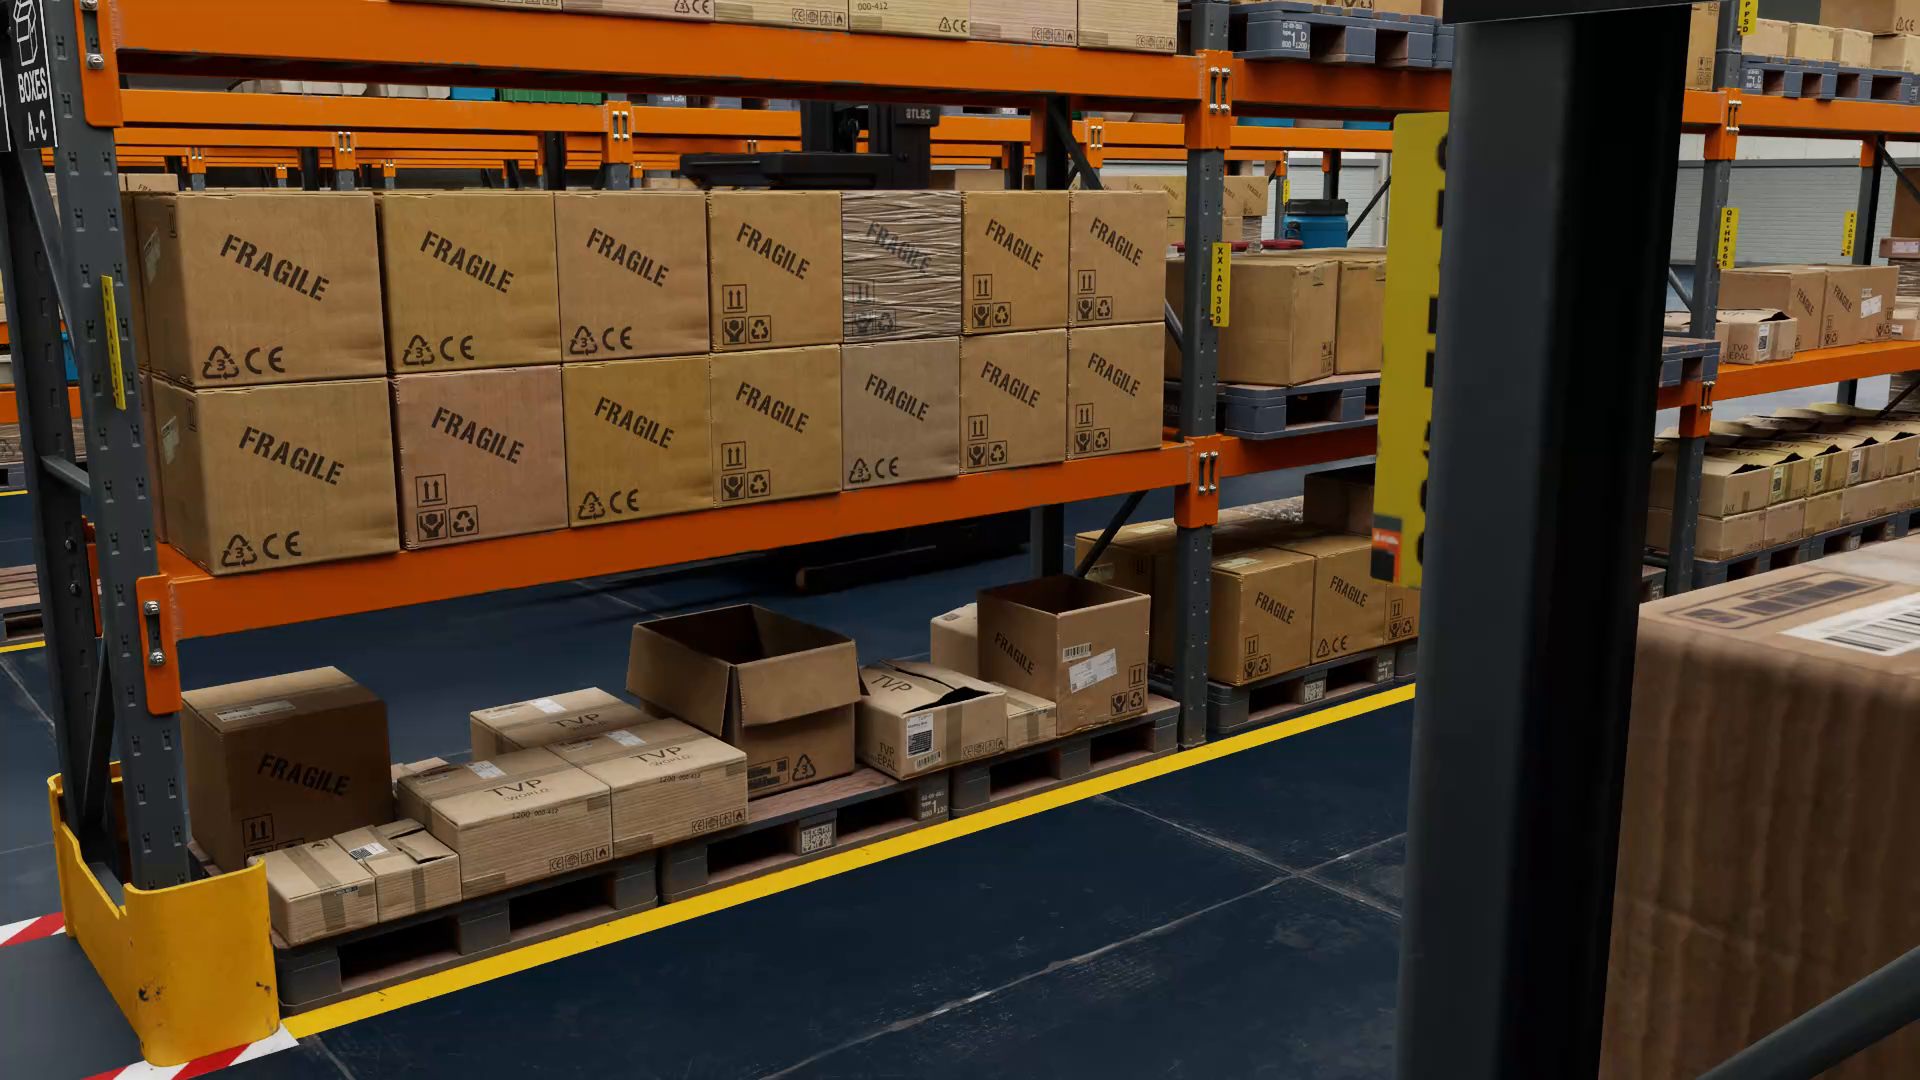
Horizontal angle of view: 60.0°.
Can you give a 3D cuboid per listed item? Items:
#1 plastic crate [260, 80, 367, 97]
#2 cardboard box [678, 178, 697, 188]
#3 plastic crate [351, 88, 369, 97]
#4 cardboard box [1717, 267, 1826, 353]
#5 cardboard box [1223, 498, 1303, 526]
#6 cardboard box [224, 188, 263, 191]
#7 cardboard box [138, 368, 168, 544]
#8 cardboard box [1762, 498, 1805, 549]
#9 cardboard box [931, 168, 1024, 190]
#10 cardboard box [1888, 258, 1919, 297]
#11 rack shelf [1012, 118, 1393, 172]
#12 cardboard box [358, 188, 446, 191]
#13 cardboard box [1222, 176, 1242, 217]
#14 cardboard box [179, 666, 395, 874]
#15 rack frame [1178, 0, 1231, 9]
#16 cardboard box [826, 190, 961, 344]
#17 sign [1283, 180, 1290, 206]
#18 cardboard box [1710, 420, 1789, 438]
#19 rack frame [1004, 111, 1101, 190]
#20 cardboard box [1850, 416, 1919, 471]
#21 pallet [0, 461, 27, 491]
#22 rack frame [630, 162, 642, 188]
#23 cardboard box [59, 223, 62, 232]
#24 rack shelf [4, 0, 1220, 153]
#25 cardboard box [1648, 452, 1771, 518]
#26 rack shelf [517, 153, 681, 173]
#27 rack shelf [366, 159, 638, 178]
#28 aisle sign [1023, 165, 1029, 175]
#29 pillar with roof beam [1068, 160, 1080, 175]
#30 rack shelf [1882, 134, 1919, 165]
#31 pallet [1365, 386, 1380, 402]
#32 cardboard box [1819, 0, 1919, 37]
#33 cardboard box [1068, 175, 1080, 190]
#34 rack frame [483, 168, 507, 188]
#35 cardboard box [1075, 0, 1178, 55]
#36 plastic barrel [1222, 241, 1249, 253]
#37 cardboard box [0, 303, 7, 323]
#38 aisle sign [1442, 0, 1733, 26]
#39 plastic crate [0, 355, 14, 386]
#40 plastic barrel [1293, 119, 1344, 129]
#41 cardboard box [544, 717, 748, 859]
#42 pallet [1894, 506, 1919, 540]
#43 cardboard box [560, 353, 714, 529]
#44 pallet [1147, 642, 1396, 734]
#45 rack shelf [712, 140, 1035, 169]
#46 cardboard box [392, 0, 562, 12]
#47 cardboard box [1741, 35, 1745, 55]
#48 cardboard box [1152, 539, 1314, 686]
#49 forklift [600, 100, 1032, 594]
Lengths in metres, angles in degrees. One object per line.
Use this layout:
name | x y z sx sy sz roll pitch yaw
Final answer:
plastic crate | -3.609 -2.604 9.236 0.530 0.282 0.437 -9 15 -38
cardboard box | -4.556 -5.694 27.356 0.500 0.500 0.700 -9 15 -37
plastic crate | -3.550 -2.763 10.014 0.590 0.269 0.497 -9 15 -38
cardboard box | 5.106 -1.461 10.547 0.500 0.500 0.500 -11 16 -41
cardboard box | 1.672 0.096 8.412 0.500 0.500 0.500 -9 15 -37
cardboard box | -9.998 -4.639 23.107 0.500 0.500 0.500 -10 15 -39
cardboard box | -2.261 -0.305 5.102 0.500 0.500 0.500 -9 15 -36
cardboard box | 4.790 -0.138 10.165 0.500 0.250 0.500 -10 16 -39
cardboard box | 0.036 -3.737 19.049 1.000 1.000 1.000 -9 15 -37
cardboard box | 7.272 -1.818 12.230 0.500 0.500 0.700 -10 16 -39
rack shelf | 2.276 -3.371 14.291 4.000 0.370 1.077 -9 15 -38
cardboard box | -5.010 -2.904 14.927 0.637 0.503 0.797 -10 16 -39
cardboard box | 3.205 -4.343 20.998 0.500 0.500 0.500 -9 15 -38
cardboard box | -2.170 0.743 5.366 0.500 0.500 0.500 -9 15 -38
rack frame | 0.682 -3.607 6.452 0.127 3.000 1.000 -9 15 -38
cardboard box | -0.343 -0.971 5.832 0.500 0.500 0.500 -9 15 -37
sign | 4.198 -4.465 21.388 0.005 0.325 0.100 -9 15 -38
cardboard box | 5.251 -0.633 11.145 0.500 0.311 0.500 -9 15 -36
rack frame | 0.714 -1.996 13.306 0.127 3.000 1.000 -9 15 -38
cardboard box | 6.390 -0.678 11.359 0.500 0.311 0.500 -9 15 -36
pallet | -8.051 -0.513 13.038 1.213 0.211 1.003 -9 15 -38
rack frame | -5.447 -4.925 27.103 0.127 3.000 1.000 -9 15 -38
cardboard box | -9.519 -3.052 17.323 0.500 0.500 0.500 -10 15 -38
rack shelf | -0.879 -1.529 5.617 4.000 0.370 1.077 -9 15 -38
cardboard box | 4.398 -0.347 9.799 0.500 0.311 0.500 -9 15 -36
rack shelf | -3.838 -4.992 21.925 4.000 0.370 1.077 -9 15 -38
rack shelf | -7.009 -5.781 25.644 4.000 0.370 1.077 -9 15 -38
aisle sign | 1.090 -5.887 25.372 0.004 0.787 0.394 -9 15 -38
pillar with roof beam | 5.525 -10.098 37.021 0.548 9.000 9.100 -9 15 -38
rack shelf | 8.491 -3.086 12.950 4.000 0.370 1.077 -9 15 -38
pallet | 2.290 -0.845 8.348 1.213 0.211 1.003 -9 15 -38
cardboard box | 5.993 -3.526 10.834 0.500 0.500 0.500 -8 14 -32
cardboard box | 1.254 -4.019 19.469 0.500 0.500 0.500 -9 15 -38
rack frame | -8.551 -5.730 30.892 0.127 3.000 1.000 -9 15 -38
cardboard box | 0.469 -1.960 6.279 0.500 0.250 0.500 -9 15 -38
plastic barrel | 2.381 -2.397 14.870 0.433 0.535 0.433 0 12 0
cardboard box | -7.342 -1.764 12.821 0.250 0.149 0.380 -10 15 -39
aisle sign | 0.413 -0.662 0.765 0.004 0.787 0.394 -9 15 -38
plastic crate | -4.832 -0.865 8.470 0.298 0.136 0.250 -9 15 -38
plastic barrel | 3.066 -4.041 14.510 0.600 0.901 0.600 0 12 0
cardboard box | -1.058 0.822 5.598 0.500 0.250 0.500 -9 15 -38
pallet | 6.378 -0.245 11.774 1.213 0.211 1.003 -9 15 -38
cardboard box | -1.137 -0.350 5.314 0.500 0.500 0.500 -9 15 -38
pallet | 1.294 0.580 7.891 1.213 0.211 1.003 -9 15 -38
rack shelf | -0.818 -4.174 18.074 4.000 0.370 1.077 -9 15 -38
cardboard box | -1.483 -1.636 4.751 0.500 0.250 0.500 -9 15 -38
cardboard box | 4.125 -2.859 9.501 0.500 0.250 0.500 -11 16 -42
cardboard box | 1.212 0.312 7.399 0.500 0.500 0.500 -10 16 -40
forklift | -0.976 -1.241 9.918 3.031 2.935 1.130 -10 16 -39
